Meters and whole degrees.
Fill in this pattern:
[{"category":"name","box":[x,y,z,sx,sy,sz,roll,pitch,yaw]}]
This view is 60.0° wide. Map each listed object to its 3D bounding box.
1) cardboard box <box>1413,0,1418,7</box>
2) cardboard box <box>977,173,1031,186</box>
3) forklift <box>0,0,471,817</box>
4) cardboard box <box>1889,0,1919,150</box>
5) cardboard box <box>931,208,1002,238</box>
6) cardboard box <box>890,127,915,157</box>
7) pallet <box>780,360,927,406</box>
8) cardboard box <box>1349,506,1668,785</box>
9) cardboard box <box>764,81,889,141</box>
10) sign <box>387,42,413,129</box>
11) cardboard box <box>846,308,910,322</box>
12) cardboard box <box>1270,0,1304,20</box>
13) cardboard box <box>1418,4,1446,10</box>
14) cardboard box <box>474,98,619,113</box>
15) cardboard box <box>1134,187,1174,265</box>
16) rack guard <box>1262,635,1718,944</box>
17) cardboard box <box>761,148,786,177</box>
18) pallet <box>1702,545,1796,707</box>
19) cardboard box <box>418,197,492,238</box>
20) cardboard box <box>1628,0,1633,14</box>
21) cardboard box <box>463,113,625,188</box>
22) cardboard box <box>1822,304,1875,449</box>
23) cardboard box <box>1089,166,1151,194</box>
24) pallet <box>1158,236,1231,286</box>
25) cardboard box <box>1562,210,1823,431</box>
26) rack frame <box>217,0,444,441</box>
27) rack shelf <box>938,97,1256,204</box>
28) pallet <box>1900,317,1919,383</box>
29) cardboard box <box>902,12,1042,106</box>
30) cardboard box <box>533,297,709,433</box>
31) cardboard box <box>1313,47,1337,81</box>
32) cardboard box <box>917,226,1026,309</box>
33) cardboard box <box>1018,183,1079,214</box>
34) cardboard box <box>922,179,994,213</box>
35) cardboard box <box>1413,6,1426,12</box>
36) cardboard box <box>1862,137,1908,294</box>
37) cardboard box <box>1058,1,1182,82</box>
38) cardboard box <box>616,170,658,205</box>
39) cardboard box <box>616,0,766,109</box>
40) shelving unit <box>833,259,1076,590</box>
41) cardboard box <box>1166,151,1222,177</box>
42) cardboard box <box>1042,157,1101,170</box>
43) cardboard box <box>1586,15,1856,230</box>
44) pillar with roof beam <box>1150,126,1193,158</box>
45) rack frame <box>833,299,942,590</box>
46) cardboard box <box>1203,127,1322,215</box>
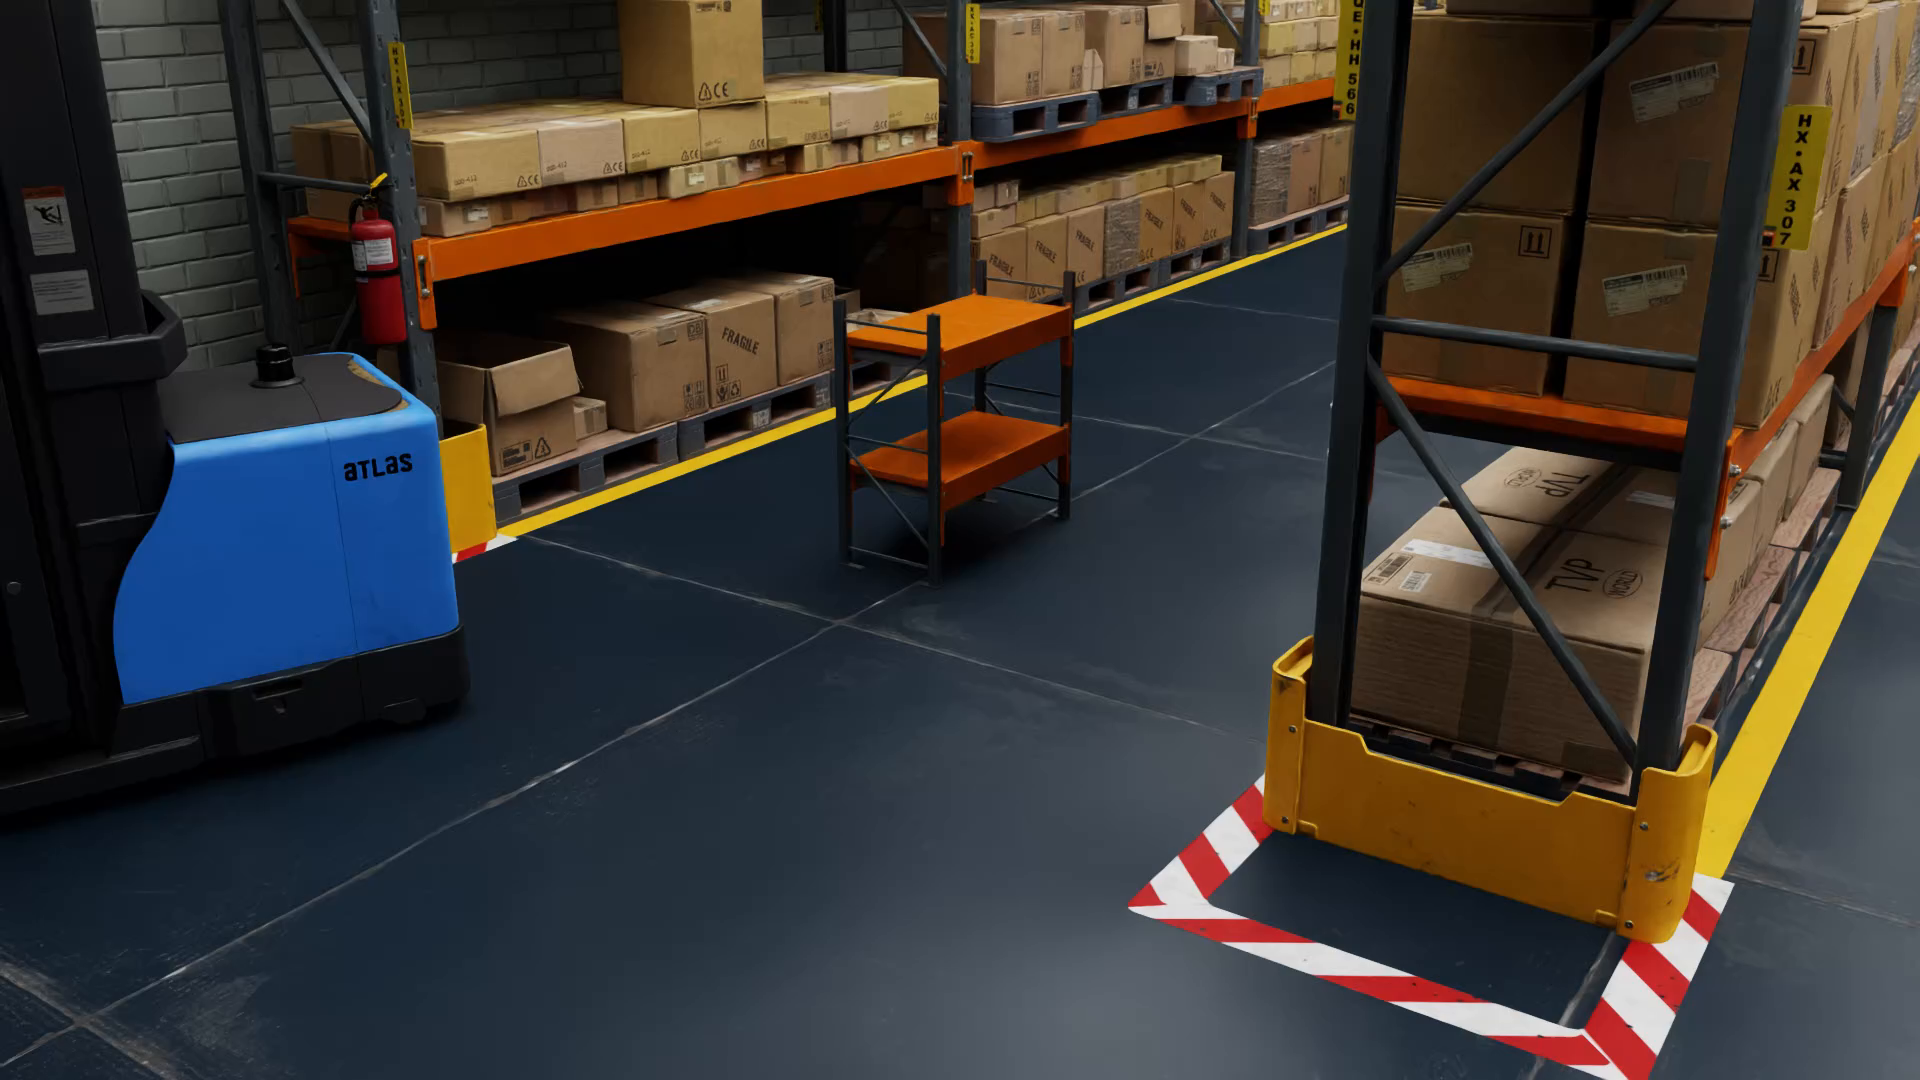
[{"category":"cardboard box","box":[4.106,-5.123,15.711,0.380,0.149,0.250,14,25,34]},{"category":"cardboard box","box":[0.278,-2.488,11.730,0.380,0.149,0.250,14,24,33]},{"category":"forklift","box":[-3.183,-0.644,4.782,3.031,2.935,1.130,-13,24,-31]},{"category":"cardboard box","box":[3.117,-1.685,5.912,0.500,0.500,0.500,14,24,33]},{"category":"cardboard box","box":[0.039,-1.997,10.404,0.380,0.149,0.250,15,25,34]},{"category":"cardboard box","box":[-0.482,-2.280,9.467,0.380,0.149,0.250,14,25,33]},{"category":"pallet","box":[-0.770,-1.113,9.969,1.003,0.211,1.213,13,24,32]},{"category":"cardboard box","box":[1.764,0.293,5.237,0.875,0.438,0.875,12,24,30]},{"category":"cardboard box","box":[-0.737,-2.346,9.072,0.500,0.250,0.500,13,24,32]},{"category":"sign","box":[-2.183,-1.770,6.479,0.100,0.325,0.005,13,24,32]},{"category":"cardboard box","box":[-0.453,-1.260,9.852,0.380,0.149,0.250,12,24,30]},{"category":"cardboard box","box":[2.560,-4.306,13.503,0.380,0.149,0.250,14,25,33]},{"category":"cardboard box","box":[4.579,-5.036,16.412,0.500,0.500,0.500,13,24,30]},{"category":"cardboard box","box":[-2.019,-2.012,8.167,0.500,0.250,0.500,14,25,33]},{"category":"cardboard box","box":[1.224,-2.334,12.250,0.500,0.500,0.500,15,25,34]},{"category":"rack guard","box":[1.462,0.676,4.716,1.175,0.500,0.348,13,24,32]},{"category":"cardboard box","box":[-1.136,-2.000,8.710,0.380,0.149,0.250,14,24,33]},{"category":"pallet","box":[2.547,0.212,6.388,1.003,0.211,1.213,13,24,32]},{"category":"cardboard box","box":[-2.220,-1.393,7.069,0.380,0.149,0.250,13,24,31]},{"category":"cardboard box","box":[1.993,-1.460,4.368,0.380,0.149,0.250,14,24,33]},{"category":"cardboard box","box":[-1.871,-1.761,7.490,0.500,0.250,0.500,14,24,32]},{"category":"cardboard box","box":[4.006,-1.045,8.222,0.875,0.875,0.875,14,25,33]},{"category":"cardboard box","box":[1.159,-2.613,12.068,0.380,0.149,0.250,13,24,31]},{"category":"pallet","box":[1.414,-2.251,13.045,1.003,0.211,1.213,13,24,32]},{"category":"cardboard box","box":[1.983,-0.632,4.504,0.500,0.500,0.500,13,24,31]},{"category":"rack frame","box":[-2.632,-1.470,6.915,1.000,3.000,0.127,13,24,32]},{"category":"rack shelf","box":[0.741,-2.854,11.694,1.077,0.370,4.000,13,24,32]},{"category":"pallet","box":[5.467,-1.279,10.418,1.003,0.211,1.213,13,24,32]},{"category":"cardboard box","box":[0.074,-2.957,10.185,0.700,0.500,0.500,14,24,33]},{"category":"cardboard box","box":[-1.697,-0.889,8.343,0.700,0.500,0.500,14,25,34]},{"category":"cardboard box","box":[2.888,-4.067,14.152,0.500,0.250,0.500,12,24,30]},{"category":"cardboard box","box":[0.075,-1.737,10.635,0.500,0.500,0.500,15,25,34]},{"category":"cardboard box","box":[0.579,-2.314,11.258,0.380,0.149,0.250,13,24,32]},{"category":"cardboard box","box":[-0.012,-2.149,10.384,0.380,0.149,0.250,13,24,31]},{"category":"cardboard box","box":[4.049,-4.886,15.647,0.500,0.250,0.500,13,24,31]},{"category":"cardboard box","box":[3.120,-1.219,6.092,0.500,0.500,0.500,13,24,31]},{"category":"cardboard box","box":[1.101,-3.506,11.666,0.797,0.503,0.637,13,24,31]},{"category":"cardboard box","box":[-1.659,-1.695,7.885,0.380,0.149,0.250,14,24,33]},{"category":"cardboard box","box":[-1.311,-2.399,8.133,0.500,0.500,0.500,14,24,33]},{"category":"shelving unit","box":[-0.004,-0.526,7.065,0.538,1.125,1.048,13,24,32]},{"category":"cardboard box","box":[1.797,-2.903,12.852,0.380,0.149,0.250,12,23,29]},{"category":"cardboard box","box":[0.840,-2.787,12.539,0.380,0.149,0.250,12,23,29]},{"category":"cardboard box","box":[1.981,-1.101,4.332,0.500,0.500,0.500,13,24,31]},{"category":"pillar with roof beam","box":[5.413,-6.289,11.296,9.100,9.000,0.400,13,24,32]},{"category":"rack frame","box":[-0.290,-0.380,6.670,0.500,1.125,0.032,13,24,32]},{"category":"cardboard box","box":[2.588,-3.214,14.447,0.875,0.625,0.625,14,25,34]}]
